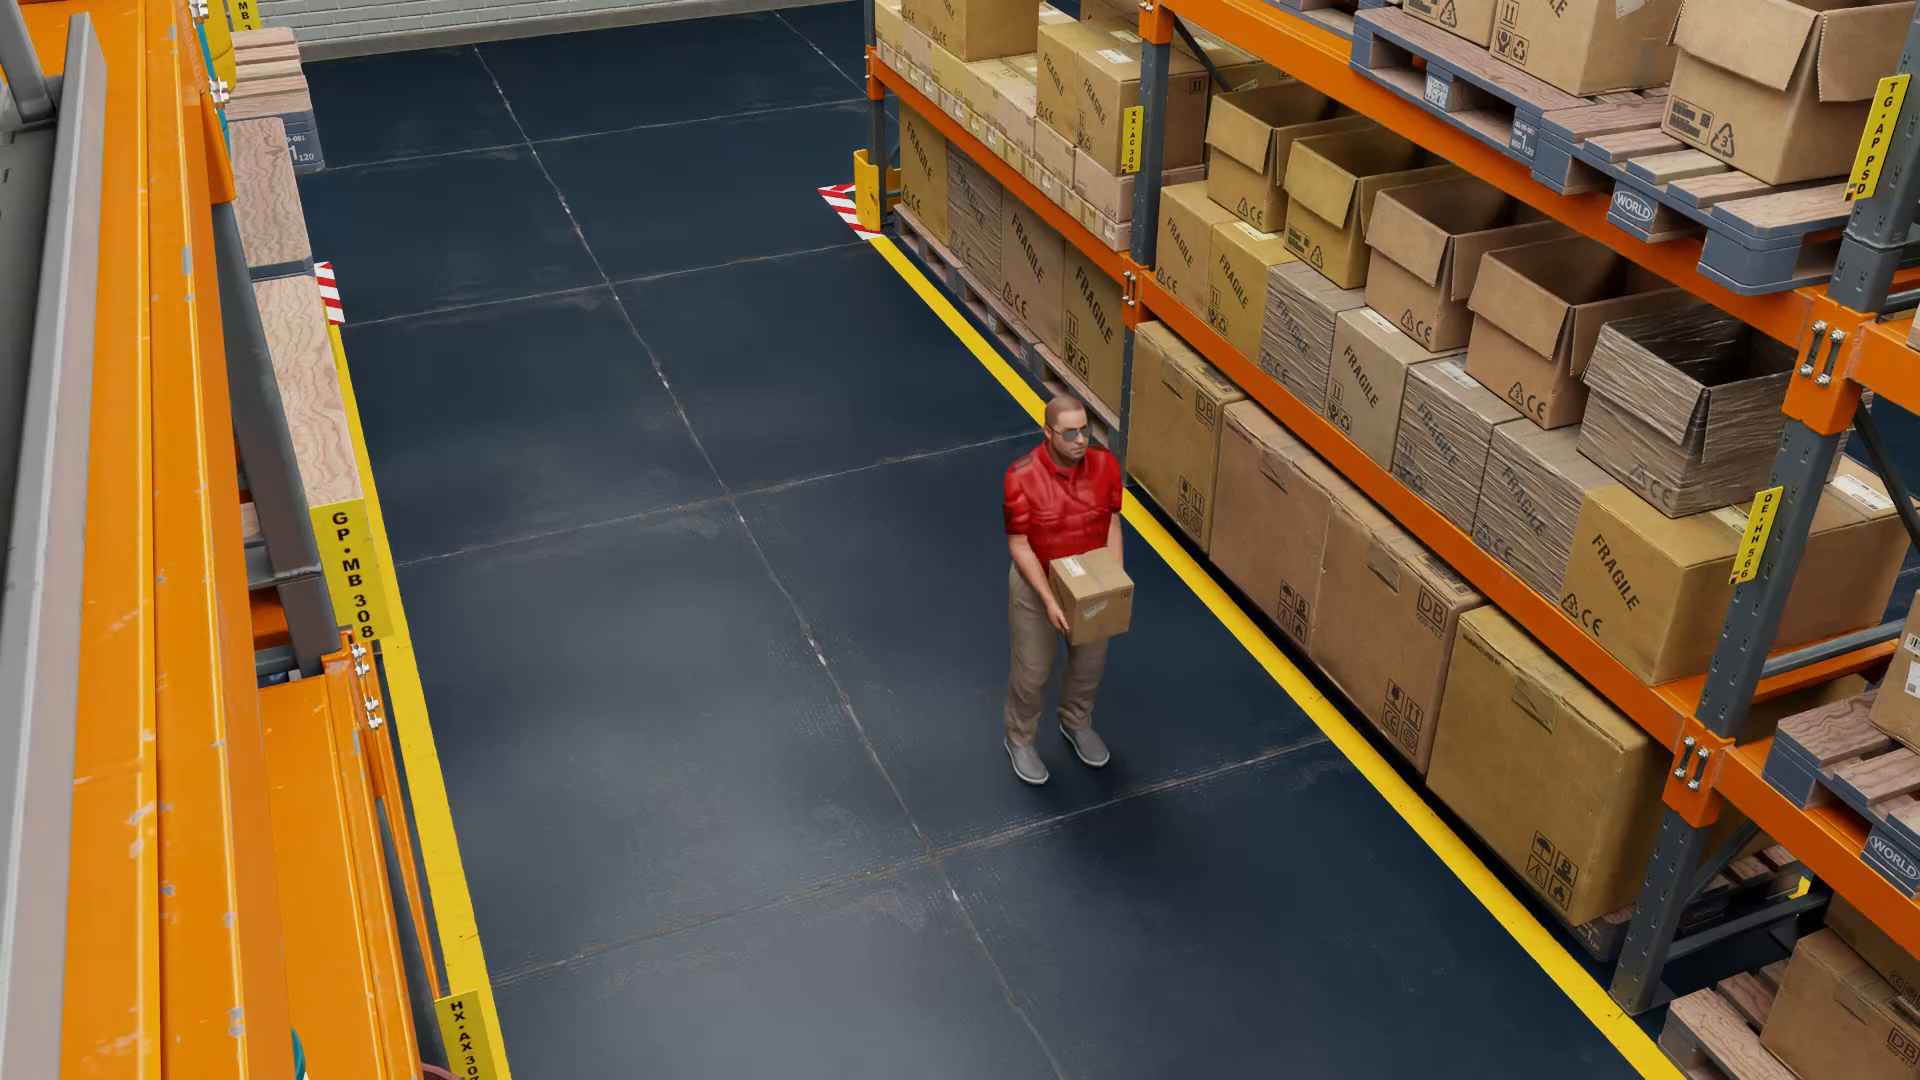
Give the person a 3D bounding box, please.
[{"bbox_3d":[0.453,0.239,6.790,0.514,1.725,0.530,-13,35,-19],"label":"person"}]
